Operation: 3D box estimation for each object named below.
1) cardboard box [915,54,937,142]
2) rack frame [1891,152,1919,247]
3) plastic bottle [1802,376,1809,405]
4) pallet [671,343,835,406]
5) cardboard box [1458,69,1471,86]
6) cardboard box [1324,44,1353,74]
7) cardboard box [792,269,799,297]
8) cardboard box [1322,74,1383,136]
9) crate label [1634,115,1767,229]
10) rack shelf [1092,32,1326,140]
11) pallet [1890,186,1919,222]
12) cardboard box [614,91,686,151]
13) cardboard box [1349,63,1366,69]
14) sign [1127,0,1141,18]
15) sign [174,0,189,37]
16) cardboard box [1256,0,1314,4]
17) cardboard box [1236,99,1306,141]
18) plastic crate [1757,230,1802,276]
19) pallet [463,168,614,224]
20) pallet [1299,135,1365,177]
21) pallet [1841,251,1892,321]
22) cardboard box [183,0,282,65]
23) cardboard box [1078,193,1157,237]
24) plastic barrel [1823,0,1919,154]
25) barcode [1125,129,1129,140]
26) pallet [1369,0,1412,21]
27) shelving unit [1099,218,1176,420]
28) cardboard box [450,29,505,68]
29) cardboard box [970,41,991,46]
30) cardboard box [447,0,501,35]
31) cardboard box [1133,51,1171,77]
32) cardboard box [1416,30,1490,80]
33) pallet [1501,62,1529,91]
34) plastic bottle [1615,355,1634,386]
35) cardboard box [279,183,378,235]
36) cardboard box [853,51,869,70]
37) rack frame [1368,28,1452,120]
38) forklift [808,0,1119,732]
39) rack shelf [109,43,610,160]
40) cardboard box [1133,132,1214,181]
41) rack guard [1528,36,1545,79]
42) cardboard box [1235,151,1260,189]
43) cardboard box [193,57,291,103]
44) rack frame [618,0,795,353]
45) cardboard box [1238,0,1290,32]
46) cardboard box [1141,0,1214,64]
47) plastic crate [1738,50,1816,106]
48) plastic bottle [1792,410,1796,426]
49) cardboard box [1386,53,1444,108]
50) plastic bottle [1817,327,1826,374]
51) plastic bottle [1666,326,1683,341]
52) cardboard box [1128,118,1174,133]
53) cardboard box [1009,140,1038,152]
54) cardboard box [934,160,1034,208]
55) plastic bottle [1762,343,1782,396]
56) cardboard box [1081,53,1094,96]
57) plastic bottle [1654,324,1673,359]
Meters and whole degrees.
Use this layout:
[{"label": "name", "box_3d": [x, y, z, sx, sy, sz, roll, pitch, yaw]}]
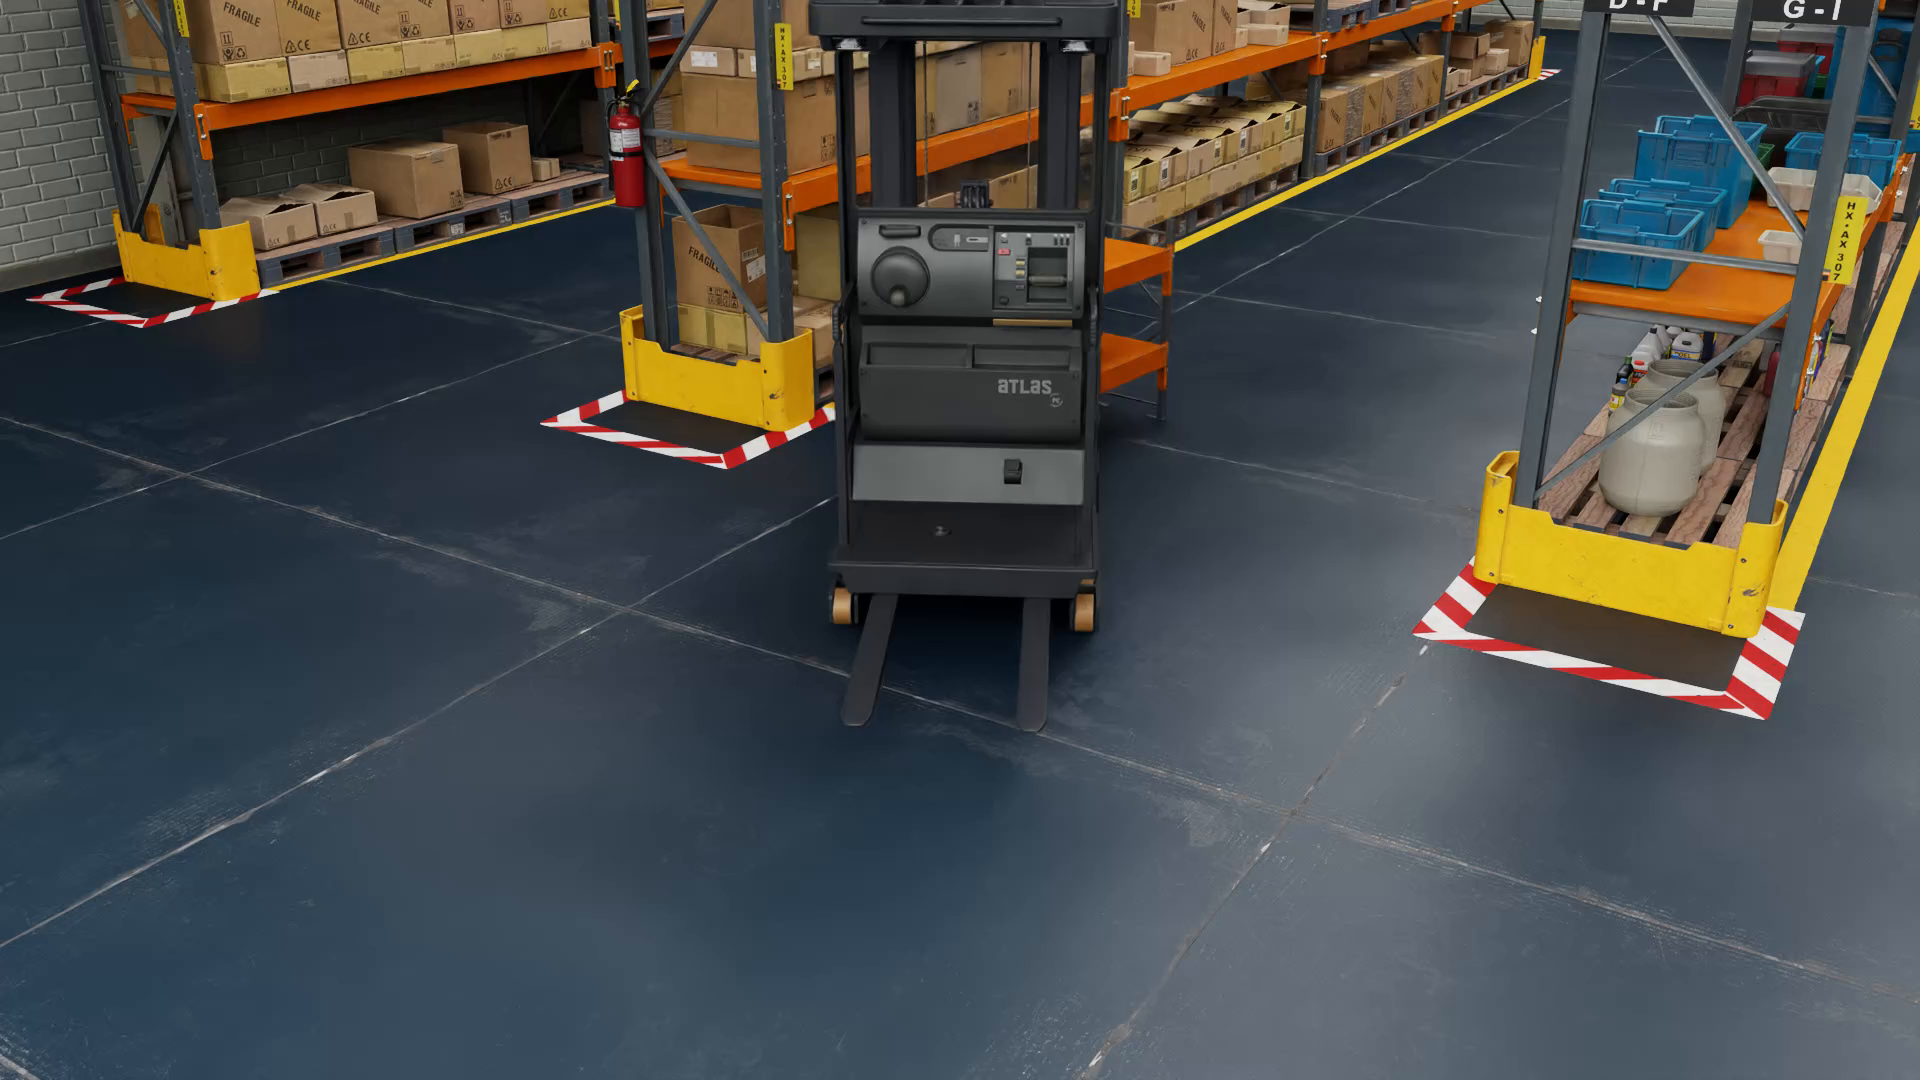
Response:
[{"label": "cardboard box", "box_3d": [-0.569, -2.694, 10.072, 0.700, 0.500, 0.500, 14, 27, 29]}, {"label": "rack frame", "box_3d": [7.061, -3.810, 12.775, 1.000, 3.000, 0.127, 14, 27, 29]}, {"label": "plastic bottle", "box_3d": [4.456, -0.826, 8.851, 0.097, 0.201, 0.097, 0, 23, 0]}, {"label": "pallet", "box_3d": [-0.998, -1.136, 10.109, 1.003, 0.211, 1.213, 14, 27, 29]}, {"label": "cardboard box", "box_3d": [5.817, -5.491, 19.671, 0.380, 0.166, 0.250, 14, 27, 29]}, {"label": "cardboard box", "box_3d": [3.711, -4.979, 17.124, 0.500, 0.250, 0.500, 13, 27, 28]}, {"label": "cardboard box", "box_3d": [-1.080, -1.494, 10.358, 0.500, 0.250, 0.500, 14, 27, 29]}, {"label": "cardboard box", "box_3d": [3.878, -4.344, 16.601, 0.500, 0.500, 0.500, 13, 27, 28]}, {"label": "crate label", "box_3d": [3.582, -1.804, 8.096, 0.502, 0.435, 0.616, 14, 27, 29]}, {"label": "rack shelf", "box_3d": [1.799, -3.844, 13.759, 1.077, 0.370, 4.000, 14, 27, 29]}, {"label": "pallet", "box_3d": [7.441, -2.805, 13.963, 1.003, 0.211, 1.213, 14, 27, 29]}, {"label": "cardboard box", "box_3d": [-2.862, -4.027, 15.870, 0.700, 0.500, 0.500, 13, 27, 28]}, {"label": "cardboard box", "box_3d": [3.960, -4.792, 17.637, 0.500, 0.500, 0.500, 14, 27, 30]}, {"label": "sign", "box_3d": [1.217, -3.817, 11.602, 0.100, 0.325, 0.005, 14, 27, 29]}, {"label": "sign", "box_3d": [-5.115, -3.469, 10.899, 0.100, 0.325, 0.005, 14, 27, 29]}, {"label": "cardboard box", "box_3d": [3.091, -5.324, 15.618, 0.700, 0.500, 0.500, 5, 24, 11]}, {"label": "cardboard box", "box_3d": [2.787, -3.809, 14.999, 0.500, 0.311, 0.500, 15, 27, 30]}, {"label": "plastic crate", "box_3d": [3.586, -1.223, 7.132, 0.298, 0.136, 0.250, 14, 27, 29]}, {"label": "pallet", "box_3d": [-3.790, -3.022, 14.465, 1.003, 0.211, 1.213, 14, 27, 29]}, {"label": "pallet", "box_3d": [3.280, -3.813, 16.293, 1.003, 0.211, 1.213, 14, 27, 29]}, {"label": "pallet", "box_3d": [5.975, -1.867, 11.796, 1.003, 0.211, 1.213, 14, 27, 29]}, {"label": "cardboard box", "box_3d": [-5.069, -3.568, 11.437, 0.500, 0.500, 0.500, 14, 27, 29]}, {"label": "cardboard box", "box_3d": [1.168, -2.514, 12.714, 0.500, 0.250, 0.500, 13, 27, 28]}, {"label": "plastic barrel", "box_3d": [5.412, -2.757, 9.711, 0.600, 0.901, 0.708, 14, 27, 29]}, {"label": "barcode", "box_3d": [1.233, -2.993, 12.273, 0.001, 0.075, 0.075, 14, 27, 29]}, {"label": "pallet", "box_3d": [3.876, -5.418, 16.732, 1.003, 0.211, 1.213, 14, 27, 29]}, {"label": "shelving unit", "box_3d": [0.629, -1.094, 8.862, 0.538, 1.125, 1.048, 18, 29, 35]}, {"label": "cardboard box", "box_3d": [-3.980, -3.913, 13.178, 0.500, 0.250, 0.500, 14, 27, 29]}, {"label": "cardboard box", "box_3d": [-0.026, -3.187, 10.395, 0.380, 0.149, 0.250, 15, 28, 31]}, {"label": "cardboard box", "box_3d": [-3.986, -4.259, 13.031, 0.500, 0.500, 0.500, 13, 27, 27]}, {"label": "cardboard box", "box_3d": [1.386, -3.640, 12.698, 0.380, 0.149, 0.250, 14, 27, 29]}, {"label": "cardboard box", "box_3d": [5.951, -5.890, 20.170, 0.797, 0.503, 0.637, 14, 27, 29]}, {"label": "pallet", "box_3d": [6.615, -5.974, 21.285, 1.003, 0.211, 1.213, 14, 27, 29]}, {"label": "plastic bottle", "box_3d": [3.483, -0.820, 8.734, 0.061, 0.283, 0.133, 15, 27, 30]}, {"label": "cardboard box", "box_3d": [-4.834, -2.561, 12.720, 0.500, 0.311, 0.500, 16, 28, 33]}, {"label": "cardboard box", "box_3d": [-0.706, -2.753, 9.392, 0.380, 0.149, 0.250, 14, 27, 29]}, {"label": "rack frame", "box_3d": [4.964, -6.199, 18.294, 1.000, 3.000, 0.127, 14, 27, 29]}, {"label": "forklift", "box_3d": [0.034, -1.097, 6.594, 1.130, 2.935, 3.031, 1, 23, 3]}, {"label": "rack shelf", "box_3d": [-4.521, -3.531, 13.035, 1.077, 0.370, 4.000, 14, 27, 29]}, {"label": "cardboard box", "box_3d": [1.715, -3.117, 13.402, 0.500, 0.311, 0.500, 13, 27, 27]}, {"label": "rack guard", "box_3d": [7.034, -6.376, 21.850, 1.175, 0.500, 0.348, 14, 27, 29]}, {"label": "cardboard box", "box_3d": [2.247, -3.207, 14.316, 0.500, 0.250, 0.500, 15, 27, 30]}, {"label": "cardboard box", "box_3d": [-5.049, -3.224, 11.586, 0.500, 0.250, 0.500, 13, 27, 27]}, {"label": "rack frame", "box_3d": [-1.366, -2.149, 8.938, 1.000, 3.000, 0.127, 14, 27, 29]}, {"label": "cardboard box", "box_3d": [2.625, -4.694, 14.931, 0.500, 0.311, 0.500, 16, 28, 32]}, {"label": "cardboard box", "box_3d": [1.705, -4.147, 13.429, 0.500, 0.500, 0.500, 14, 27, 29]}, {"label": "plastic crate", "box_3d": [4.946, -2.717, 10.169, 0.402, 0.464, 0.583, 14, 27, 29]}, {"label": "plastic bottle", "box_3d": [4.243, -0.722, 8.522, 0.097, 0.271, 0.097, 0, 23, 0]}, {"label": "cardboard box", "box_3d": [4.948, -5.027, 18.180, 0.500, 0.500, 0.500, 14, 27, 29]}, {"label": "plastic bottle", "box_3d": [4.755, -1.103, 9.304, 0.144, 0.351, 0.185, 12, 26, 26]}, {"label": "plastic bottle", "box_3d": [4.027, -1.103, 9.402, 0.097, 0.271, 0.097, 0, 23, 0]}, {"label": "cardboard box", "box_3d": [1.517, -3.398, 14.049, 0.500, 0.311, 0.500, 13, 27, 28]}, {"label": "cardboard box", "box_3d": [0.234, -2.683, 12.161, 0.500, 0.500, 0.500, 14, 27, 29]}, {"label": "cardboard box", "box_3d": [0.151, -2.236, 11.127, 0.500, 0.500, 0.500, 14, 27, 29]}, {"label": "plastic bottle", "box_3d": [4.404, -0.932, 8.991, 0.061, 0.283, 0.133, 14, 27, 29]}, {"label": "cardboard box", "box_3d": [0.516, -3.394, 11.688, 0.700, 0.500, 0.500, 13, 27, 28]}, {"label": "plastic bottle", "box_3d": [3.849, -1.053, 9.188, 0.144, 0.351, 0.185, 14, 27, 29]}]
